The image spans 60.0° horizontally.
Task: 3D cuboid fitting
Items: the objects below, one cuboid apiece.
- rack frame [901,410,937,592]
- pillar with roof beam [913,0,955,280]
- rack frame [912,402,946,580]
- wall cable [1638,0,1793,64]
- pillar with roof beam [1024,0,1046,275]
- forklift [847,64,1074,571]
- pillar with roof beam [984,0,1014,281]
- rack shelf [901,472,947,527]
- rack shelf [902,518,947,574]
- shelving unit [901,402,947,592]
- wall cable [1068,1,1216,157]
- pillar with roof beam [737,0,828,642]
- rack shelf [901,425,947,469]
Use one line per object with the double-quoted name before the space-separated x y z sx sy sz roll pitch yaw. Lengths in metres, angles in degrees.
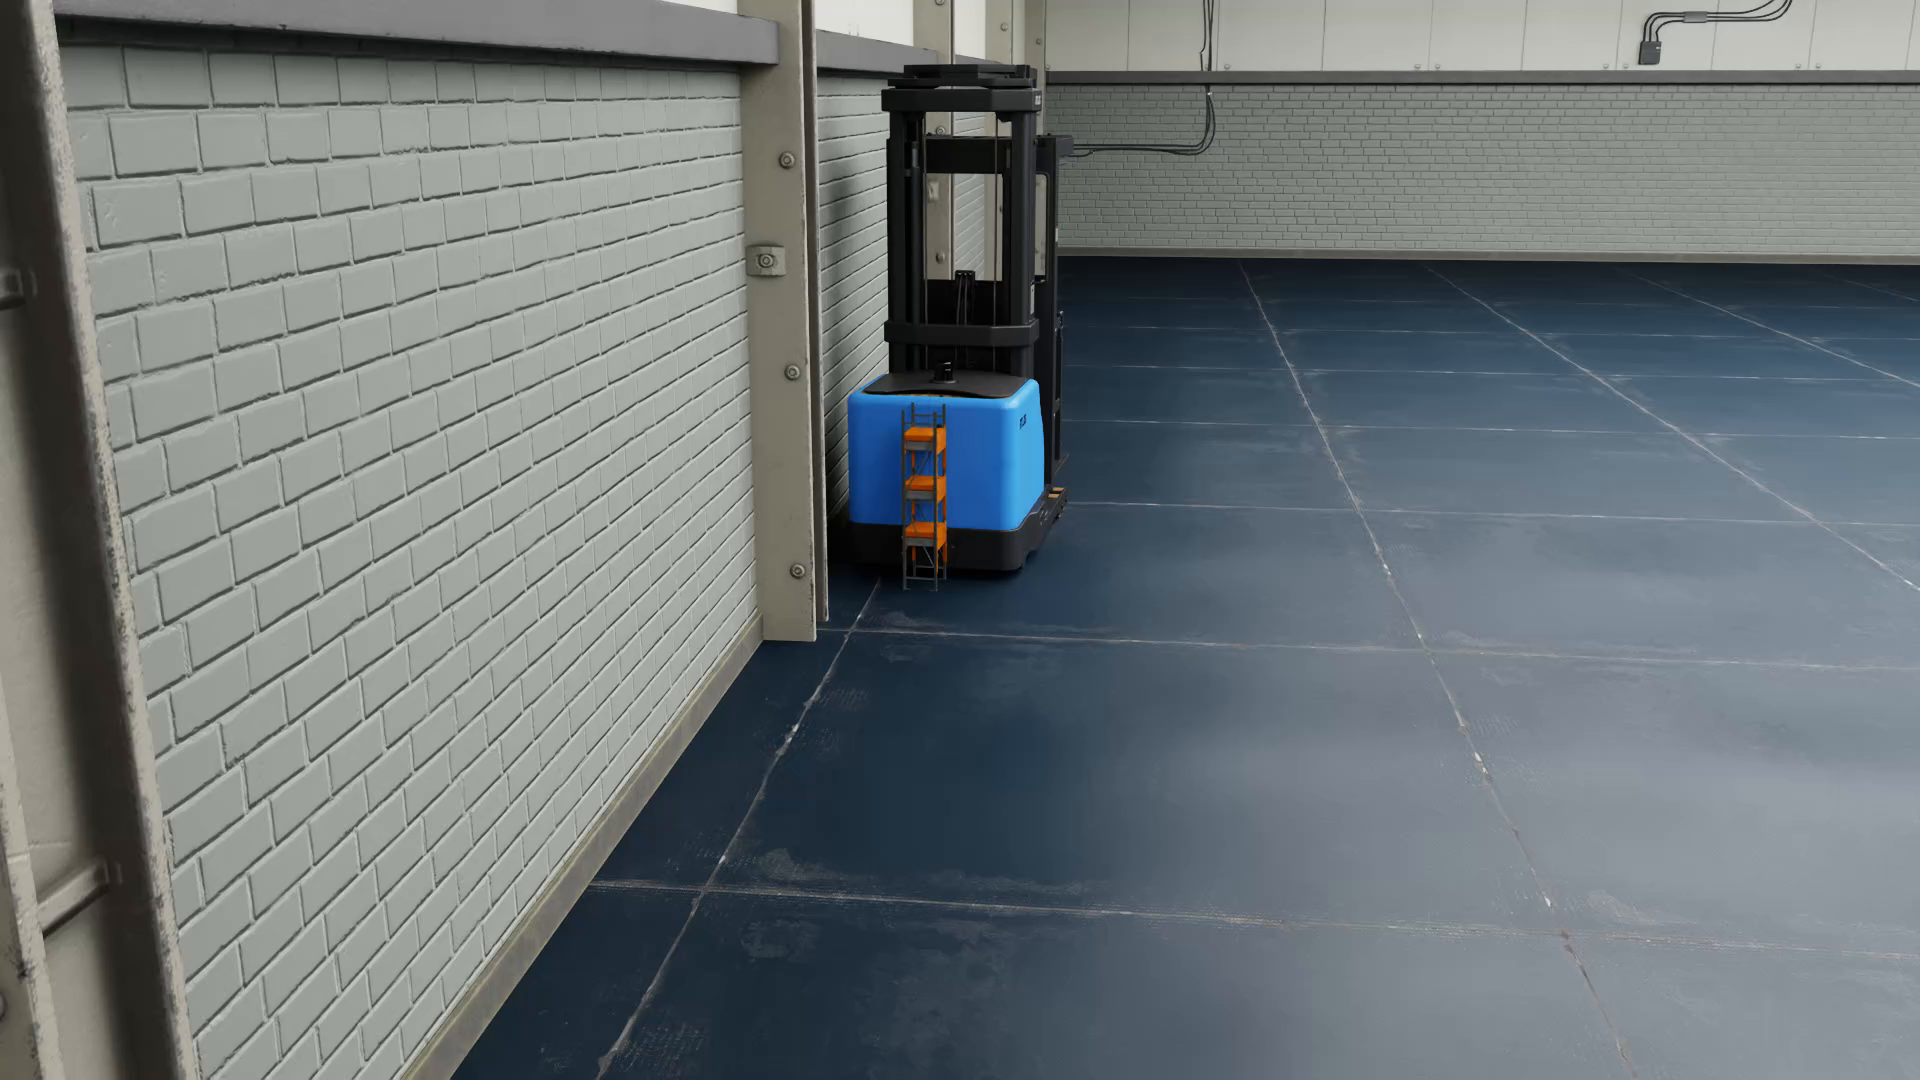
"rack frame" -0.230 -0.216 9.449 0.200 1.050 0.008 3 15 11
"pillar with roof beam" 4.061 -5.298 13.016 9.100 9.000 0.400 2 15 6
"rack frame" -0.180 -0.278 9.679 0.200 1.050 0.008 3 15 11
"wall cable" 12.215 -10.620 26.184 2.305 6.003 0.169 2 15 6
"pillar with roof beam" 5.416 -8.411 24.526 9.100 9.000 0.400 2 15 6
"forklift" 0.128 -1.575 10.873 1.130 2.935 3.031 3 15 11
"pillar with roof beam" 4.738 -6.854 18.771 9.100 9.000 0.400 2 15 6
"rack shelf" -0.205 -0.237 9.567 0.215 0.259 0.240 3 15 11
"rack shelf" -0.205 0.032 9.639 0.215 0.259 0.240 3 15 11
"shelving unit" -0.205 -0.247 9.564 0.215 1.050 0.252 3 15 11
"wall cable" 2.784 -7.764 28.082 3.097 2.526 0.112 2 15 6
"pillar with roof beam" 3.384 -3.742 7.261 9.100 9.000 0.400 2 15 6
"rack shelf" -0.205 -0.511 9.493 0.215 0.259 0.240 3 15 11
